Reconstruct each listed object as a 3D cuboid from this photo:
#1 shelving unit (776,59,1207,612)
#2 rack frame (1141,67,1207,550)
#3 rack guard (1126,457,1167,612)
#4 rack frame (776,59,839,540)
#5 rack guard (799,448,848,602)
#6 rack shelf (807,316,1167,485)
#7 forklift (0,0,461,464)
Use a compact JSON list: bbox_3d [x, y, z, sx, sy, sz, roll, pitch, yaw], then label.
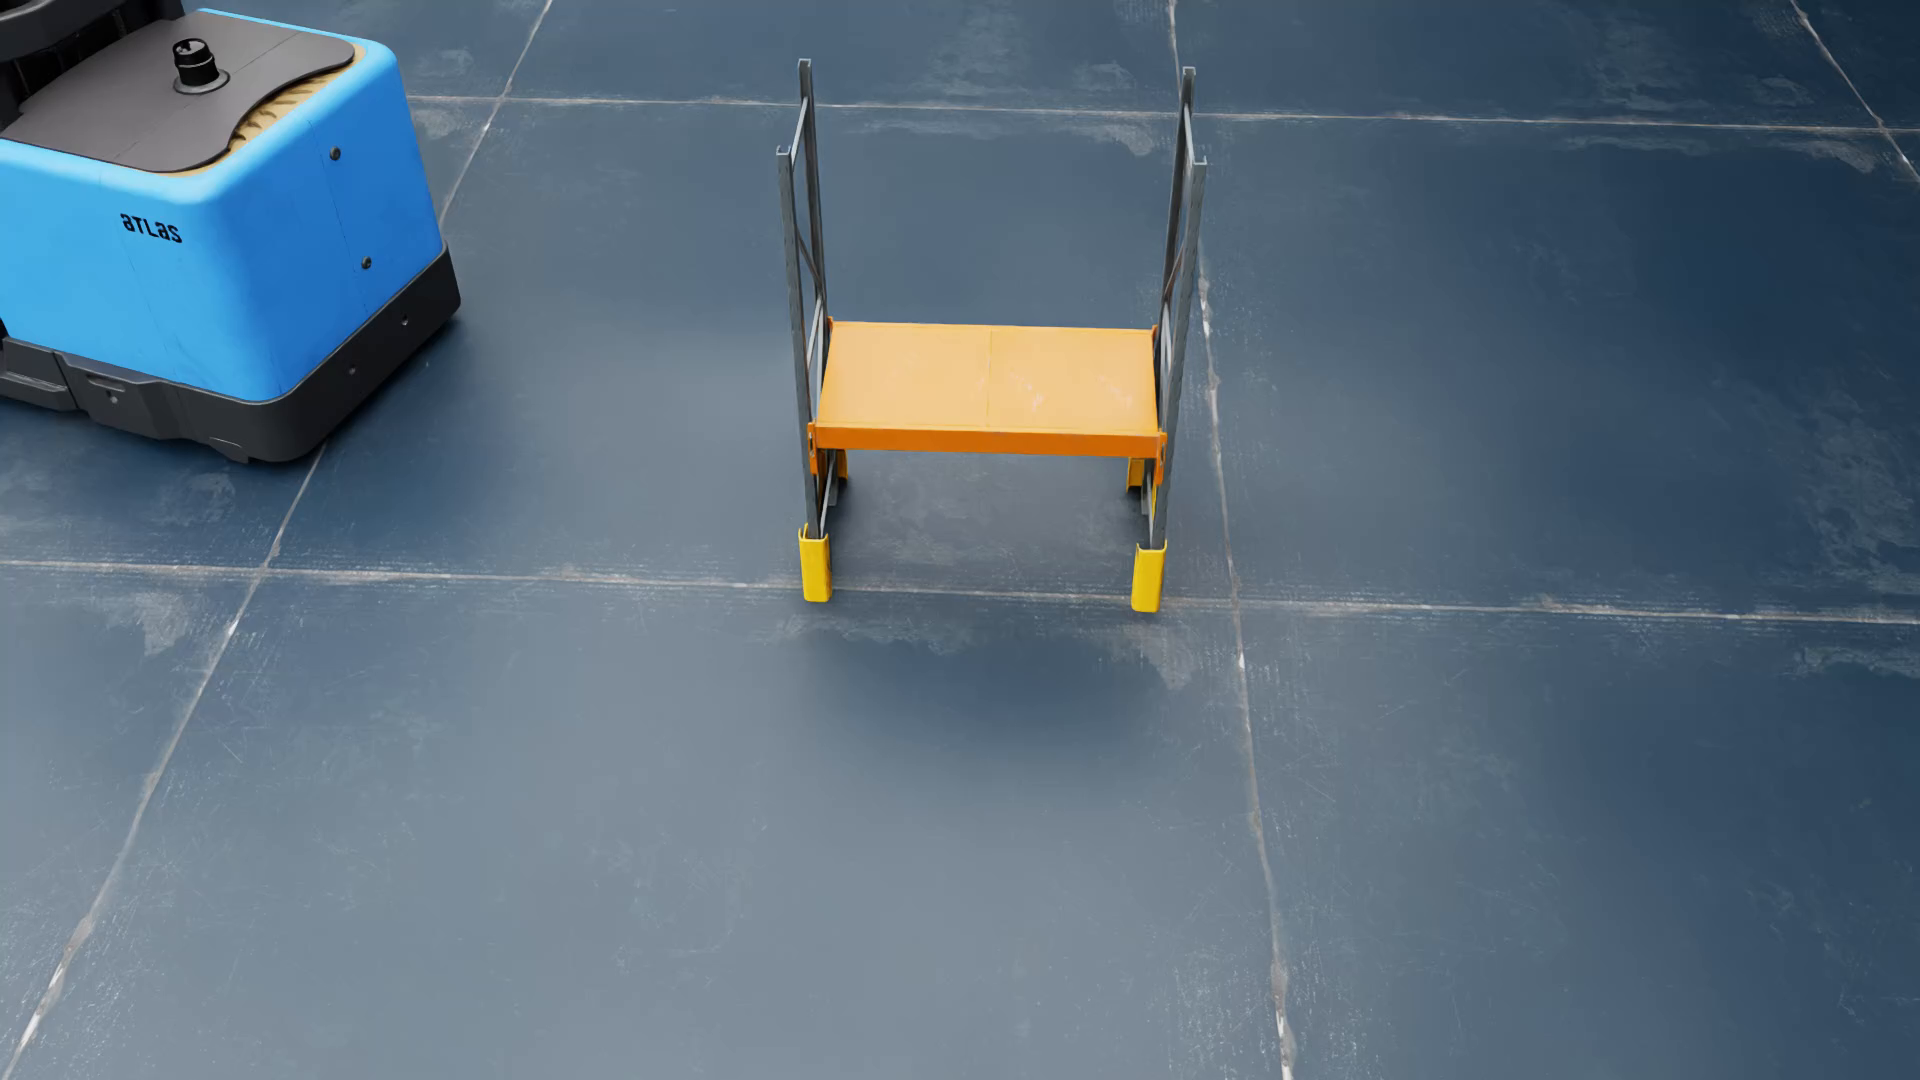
[{"bbox_3d":[0.076,-0.546,4.736,1.083,1.500,0.587,2,43,2],"label":"shelving unit"},{"bbox_3d":[0.593,-0.531,4.719,0.032,1.500,0.500,2,43,2],"label":"rack frame"},{"bbox_3d":[0.574,-0.074,5.146,0.087,0.250,0.587,2,43,2],"label":"rack guard"},{"bbox_3d":[-0.423,-0.562,4.753,0.032,1.500,0.500,2,43,2],"label":"rack frame"},{"bbox_3d":[-0.421,-0.104,5.179,0.087,0.250,0.587,2,43,2],"label":"rack guard"},{"bbox_3d":[0.085,-0.415,4.859,1.000,0.185,0.538,2,43,2],"label":"rack shelf"},{"bbox_3d":[-3.393,-1.953,5.197,3.031,2.935,1.130,15,45,15],"label":"forklift"}]
